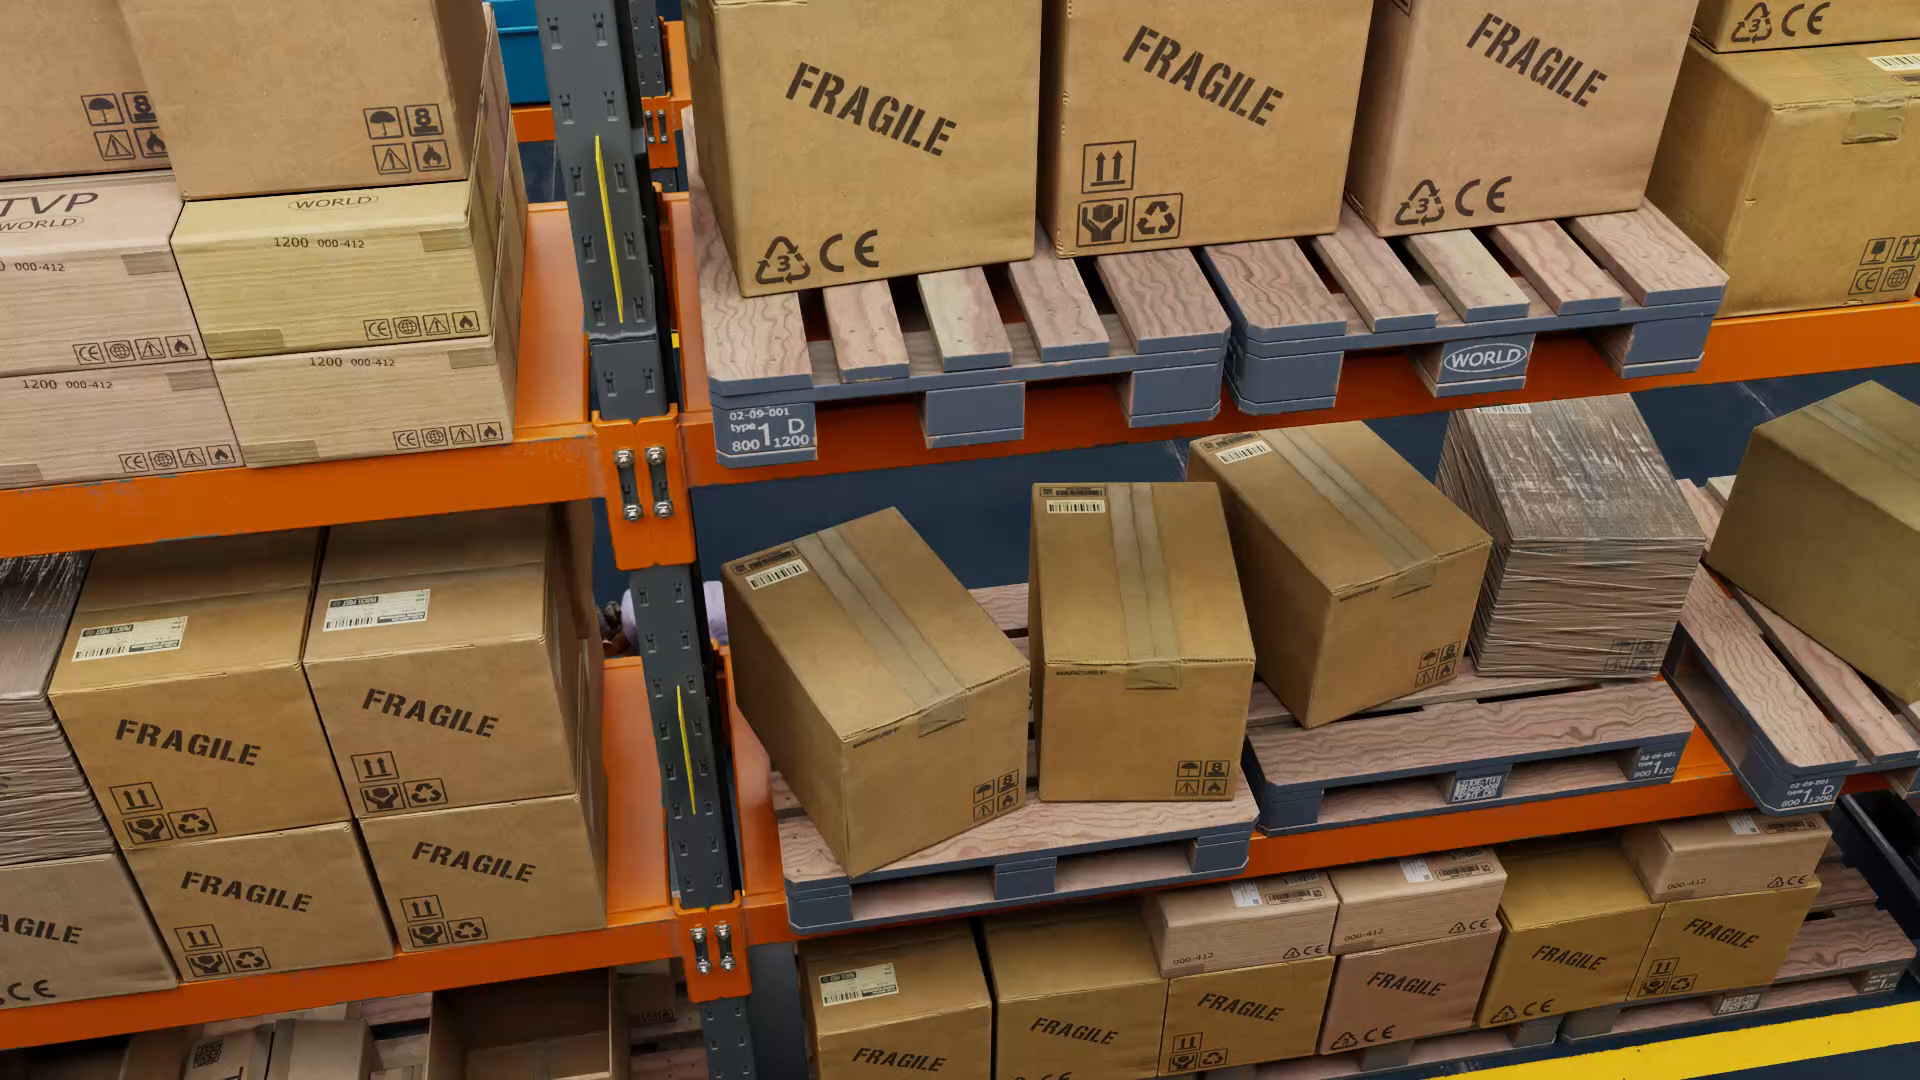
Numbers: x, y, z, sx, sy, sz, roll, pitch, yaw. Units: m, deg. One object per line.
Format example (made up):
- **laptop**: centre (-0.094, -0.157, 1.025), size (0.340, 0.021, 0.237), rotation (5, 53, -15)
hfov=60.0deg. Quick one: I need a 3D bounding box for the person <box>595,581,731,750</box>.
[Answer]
- **person**: centre (-1.042, 0.462, 6.368), size (0.854, 0.807, 0.508), rotation (-12, 40, -14)
